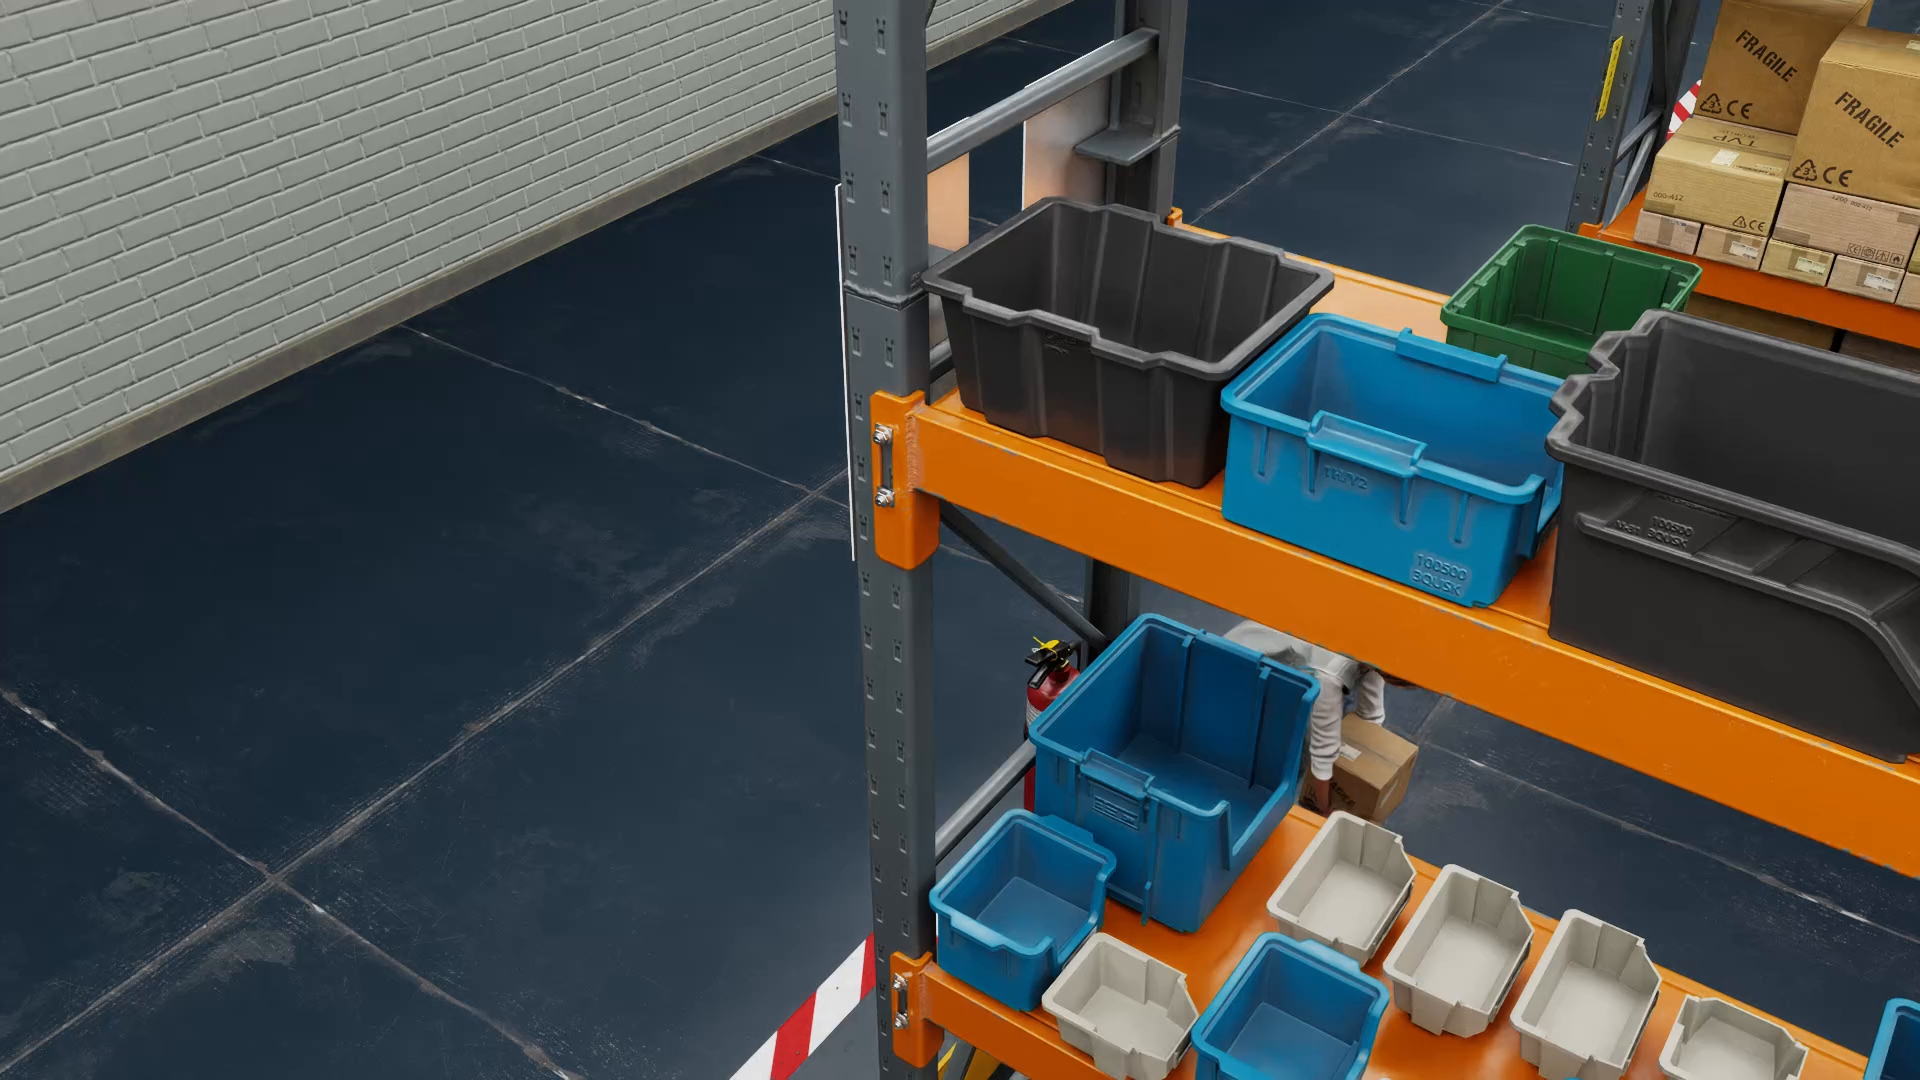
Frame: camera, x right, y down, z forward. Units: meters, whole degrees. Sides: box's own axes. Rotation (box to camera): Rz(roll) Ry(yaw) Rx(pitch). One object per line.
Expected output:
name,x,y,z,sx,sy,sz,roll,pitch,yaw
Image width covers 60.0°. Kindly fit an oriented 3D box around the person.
person,1.148,0.667,5.474,0.382,1.289,0.782,-27,43,-33
